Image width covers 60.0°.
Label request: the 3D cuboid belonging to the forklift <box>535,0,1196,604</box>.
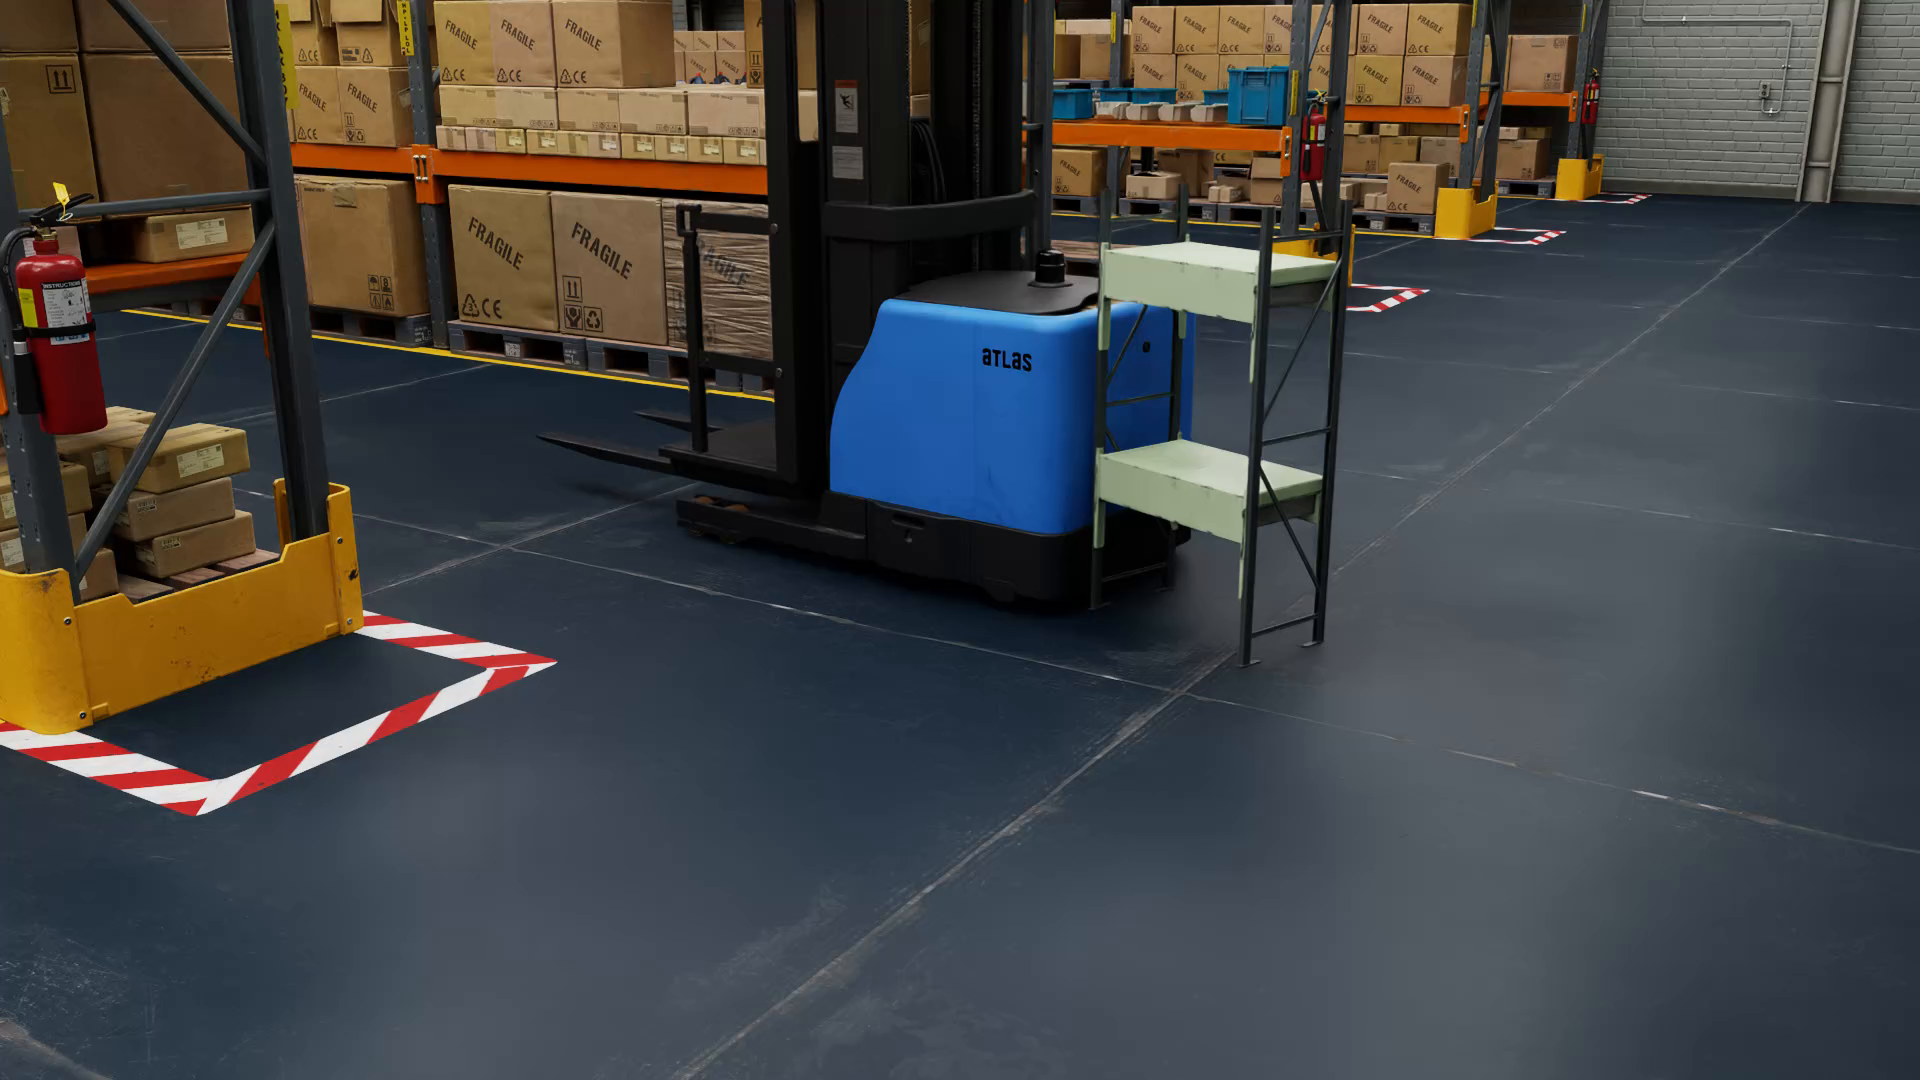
[{"bbox_3d":[-0.561,-1.492,6.751,3.031,2.935,1.130,12,21,35],"label":"forklift"}]

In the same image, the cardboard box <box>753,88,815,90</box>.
[{"bbox_3d":[-0.927,-2.583,9.969,0.500,0.250,0.500,9,19,28],"label":"cardboard box"}]

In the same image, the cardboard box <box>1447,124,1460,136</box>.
[{"bbox_3d":[6.690,-5.479,22.219,0.250,0.149,0.380,10,20,31],"label":"cardboard box"}]

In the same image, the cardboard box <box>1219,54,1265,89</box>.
[{"bbox_3d":[3.147,-5.028,18.100,0.500,0.500,0.500,10,20,30],"label":"cardboard box"}]

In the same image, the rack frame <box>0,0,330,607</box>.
[{"bbox_3d":[-2.469,-1.004,5.027,0.127,3.000,1.000,10,20,30],"label":"rack frame"}]

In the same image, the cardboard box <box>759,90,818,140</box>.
[{"bbox_3d":[-0.771,-2.373,9.280,0.500,0.250,0.500,10,19,29],"label":"cardboard box"}]

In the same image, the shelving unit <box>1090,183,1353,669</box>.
[{"bbox_3d":[0.861,-0.415,5.665,0.431,1.500,0.755,-13,21,-36],"label":"shelving unit"}]

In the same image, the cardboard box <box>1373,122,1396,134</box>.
[{"bbox_3d":[5.820,-5.634,22.730,0.250,0.149,0.380,9,19,28],"label":"cardboard box"}]

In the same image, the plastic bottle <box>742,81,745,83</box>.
[{"bbox_3d":[-2.111,-4.350,16.263,0.097,0.271,0.097,0,17,0],"label":"plastic bottle"}]

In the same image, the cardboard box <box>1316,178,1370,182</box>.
[{"bbox_3d":[4.234,-3.870,18.435,0.500,0.250,0.500,10,20,30],"label":"cardboard box"}]

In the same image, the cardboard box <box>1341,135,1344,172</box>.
[{"bbox_3d":[5.165,-5.372,22.983,0.500,0.500,0.700,10,20,31],"label":"cardboard box"}]

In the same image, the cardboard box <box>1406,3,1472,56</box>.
[{"bbox_3d":[4.878,-5.196,16.934,0.500,0.500,0.500,10,20,30],"label":"cardboard box"}]

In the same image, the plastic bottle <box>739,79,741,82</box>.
[{"bbox_3d":[-2.199,-4.427,16.495,0.133,0.283,0.061,10,20,30],"label":"plastic bottle"}]

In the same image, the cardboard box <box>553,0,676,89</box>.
[{"bbox_3d":[-2.060,-2.964,9.935,0.500,0.500,0.500,9,19,28],"label":"cardboard box"}]

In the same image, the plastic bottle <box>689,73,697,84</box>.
[{"bbox_3d":[-2.531,-4.313,16.005,0.185,0.351,0.144,10,20,30],"label":"plastic bottle"}]

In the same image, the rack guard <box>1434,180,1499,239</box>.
[{"bbox_3d":[5.336,-3.486,17.497,0.348,0.500,1.175,10,20,30],"label":"rack guard"}]

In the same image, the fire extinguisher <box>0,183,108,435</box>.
[{"bbox_3d":[-2.496,-0.636,4.590,0.183,0.674,0.296,10,20,30],"label":"fire extinguisher"}]

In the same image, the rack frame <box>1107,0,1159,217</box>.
[{"bbox_3d":[1.992,-5.279,19.098,0.127,3.000,1.000,10,20,30],"label":"rack frame"}]

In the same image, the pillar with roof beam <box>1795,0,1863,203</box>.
[{"bbox_3d":[8.490,-7.506,16.107,0.400,9.000,9.100,10,20,30],"label":"pillar with roof beam"}]

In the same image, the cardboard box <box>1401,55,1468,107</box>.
[{"bbox_3d":[4.877,-4.719,17.083,0.500,0.500,0.500,11,20,32],"label":"cardboard box"}]

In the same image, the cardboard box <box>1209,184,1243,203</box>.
[{"bbox_3d":[2.979,-3.887,18.635,0.250,0.166,0.380,10,20,30],"label":"cardboard box"}]

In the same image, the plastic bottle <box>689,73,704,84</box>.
[{"bbox_3d":[-2.496,-4.255,15.814,0.185,0.351,0.144,10,20,30],"label":"plastic bottle"}]

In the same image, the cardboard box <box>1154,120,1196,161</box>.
[{"bbox_3d":[3.201,-5.880,24.053,0.750,0.750,0.750,11,20,32],"label":"cardboard box"}]

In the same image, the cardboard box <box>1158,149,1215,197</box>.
[{"bbox_3d":[2.626,-4.277,19.344,0.500,0.500,0.500,10,20,30],"label":"cardboard box"}]

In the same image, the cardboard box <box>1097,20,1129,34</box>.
[{"bbox_3d":[2.311,-7.384,24.019,0.500,0.250,0.500,10,20,30],"label":"cardboard box"}]

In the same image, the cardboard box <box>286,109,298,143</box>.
[{"bbox_3d":[-4.604,-3.032,11.530,0.500,0.500,0.500,10,19,29],"label":"cardboard box"}]

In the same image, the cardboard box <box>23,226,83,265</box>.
[{"bbox_3d":[-2.894,-0.864,4.996,0.250,0.149,0.380,10,20,30],"label":"cardboard box"}]

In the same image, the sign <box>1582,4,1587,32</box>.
[{"bbox_3d":[7.694,-6.433,20.498,0.005,0.325,0.100,10,20,30],"label":"sign"}]

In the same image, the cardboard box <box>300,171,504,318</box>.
[{"bbox_3d":[-3.751,-2.103,11.575,0.875,0.875,1.225,10,20,30],"label":"cardboard box"}]

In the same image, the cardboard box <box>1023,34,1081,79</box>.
[{"bbox_3d":[1.086,-5.744,19.735,0.500,0.500,0.700,14,22,39],"label":"cardboard box"}]

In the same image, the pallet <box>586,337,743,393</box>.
[{"bbox_3d":[-1.545,-1.171,10.374,1.213,0.211,1.003,10,20,30],"label":"pallet"}]

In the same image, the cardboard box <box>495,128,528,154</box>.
[{"bbox_3d":[-2.669,-2.498,10.378,0.250,0.149,0.380,11,20,32],"label":"cardboard box"}]

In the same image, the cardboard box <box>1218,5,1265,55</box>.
[{"bbox_3d":[3.124,-5.507,17.957,0.500,0.500,0.500,9,19,28],"label":"cardboard box"}]

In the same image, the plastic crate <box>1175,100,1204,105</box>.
[{"bbox_3d":[1.959,-3.638,14.048,0.298,0.136,0.250,10,20,30],"label":"plastic crate"}]

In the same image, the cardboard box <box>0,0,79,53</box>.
[{"bbox_3d":[-2.989,-1.681,4.850,0.500,0.500,0.500,10,19,29],"label":"cardboard box"}]

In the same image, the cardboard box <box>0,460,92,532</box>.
[{"bbox_3d":[-3.052,-0.144,5.352,0.250,0.149,0.380,10,20,31],"label":"cardboard box"}]

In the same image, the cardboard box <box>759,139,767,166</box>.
[{"bbox_3d":[-0.912,-2.186,9.348,0.250,0.149,0.380,11,20,31],"label":"cardboard box"}]

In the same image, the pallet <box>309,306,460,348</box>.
[{"bbox_3d":[-3.892,-1.590,11.754,1.213,0.211,1.003,10,20,30],"label":"pallet"}]

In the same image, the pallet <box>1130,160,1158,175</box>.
[{"bbox_3d":[2.841,-5.456,24.480,1.213,0.211,1.003,10,20,30],"label":"pallet"}]

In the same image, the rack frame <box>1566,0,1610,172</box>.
[{"bbox_3d":[7.990,-5.898,21.136,0.127,3.000,1.000,10,20,30],"label":"rack frame"}]

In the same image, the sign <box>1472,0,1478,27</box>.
[{"bbox_3d":[5.093,-5.241,16.439,0.005,0.325,0.100,10,20,30],"label":"sign"}]

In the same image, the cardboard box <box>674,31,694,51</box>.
[{"bbox_3d":[-4.542,-8.323,28.054,0.500,0.500,0.500,9,19,28],"label":"cardboard box"}]

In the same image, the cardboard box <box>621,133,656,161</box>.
[{"bbox_3d":[-1.788,-2.342,9.861,0.250,0.149,0.380,9,19,28],"label":"cardboard box"}]

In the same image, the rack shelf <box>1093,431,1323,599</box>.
[{"bbox_3d":[0.861,-0.103,5.760,0.431,0.370,0.720,-13,21,-36],"label":"rack shelf"}]

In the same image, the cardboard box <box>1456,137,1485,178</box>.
[{"bbox_3d":[6.915,-5.060,21.958,0.500,0.500,0.700,10,20,30],"label":"cardboard box"}]

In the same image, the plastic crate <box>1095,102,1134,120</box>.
[{"bbox_3d":[1.264,-3.550,13.759,0.250,0.136,0.298,10,20,30],"label":"plastic crate"}]

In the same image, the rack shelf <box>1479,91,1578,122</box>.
[{"bbox_3d":[6.286,-5.858,22.242,4.000,0.370,1.077,10,20,30],"label":"rack shelf"}]

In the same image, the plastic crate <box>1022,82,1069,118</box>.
[{"bbox_3d":[0.602,-3.747,14.155,0.530,0.282,0.437,10,20,30],"label":"plastic crate"}]

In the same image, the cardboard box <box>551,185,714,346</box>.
[{"bbox_3d":[-1.908,-1.753,10.425,0.875,0.875,0.875,10,20,30],"label":"cardboard box"}]

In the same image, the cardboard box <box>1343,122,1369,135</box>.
[{"bbox_3d":[5.361,-5.585,22.569,0.250,0.149,0.380,11,20,32],"label":"cardboard box"}]

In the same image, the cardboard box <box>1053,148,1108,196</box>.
[{"bbox_3d":[1.422,-4.297,19.411,0.500,0.500,0.500,10,20,30],"label":"cardboard box"}]

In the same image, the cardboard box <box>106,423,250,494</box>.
[{"bbox_3d":[-2.737,-0.290,5.833,0.250,0.149,0.380,9,19,28],"label":"cardboard box"}]

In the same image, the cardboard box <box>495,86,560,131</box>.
[{"bbox_3d":[-2.511,-2.683,10.300,0.500,0.250,0.500,10,20,30],"label":"cardboard box"}]

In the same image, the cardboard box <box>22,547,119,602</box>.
[{"bbox_3d":[-3.026,0.130,5.474,0.250,0.149,0.380,11,20,31],"label":"cardboard box"}]

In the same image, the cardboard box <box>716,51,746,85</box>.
[{"bbox_3d":[-2.855,-6.186,21.914,0.500,0.500,0.500,9,19,27],"label":"cardboard box"}]

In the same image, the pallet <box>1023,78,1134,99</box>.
[{"bbox_3d":[1.368,-5.335,19.615,1.213,0.211,1.003,10,20,30],"label":"pallet"}]
